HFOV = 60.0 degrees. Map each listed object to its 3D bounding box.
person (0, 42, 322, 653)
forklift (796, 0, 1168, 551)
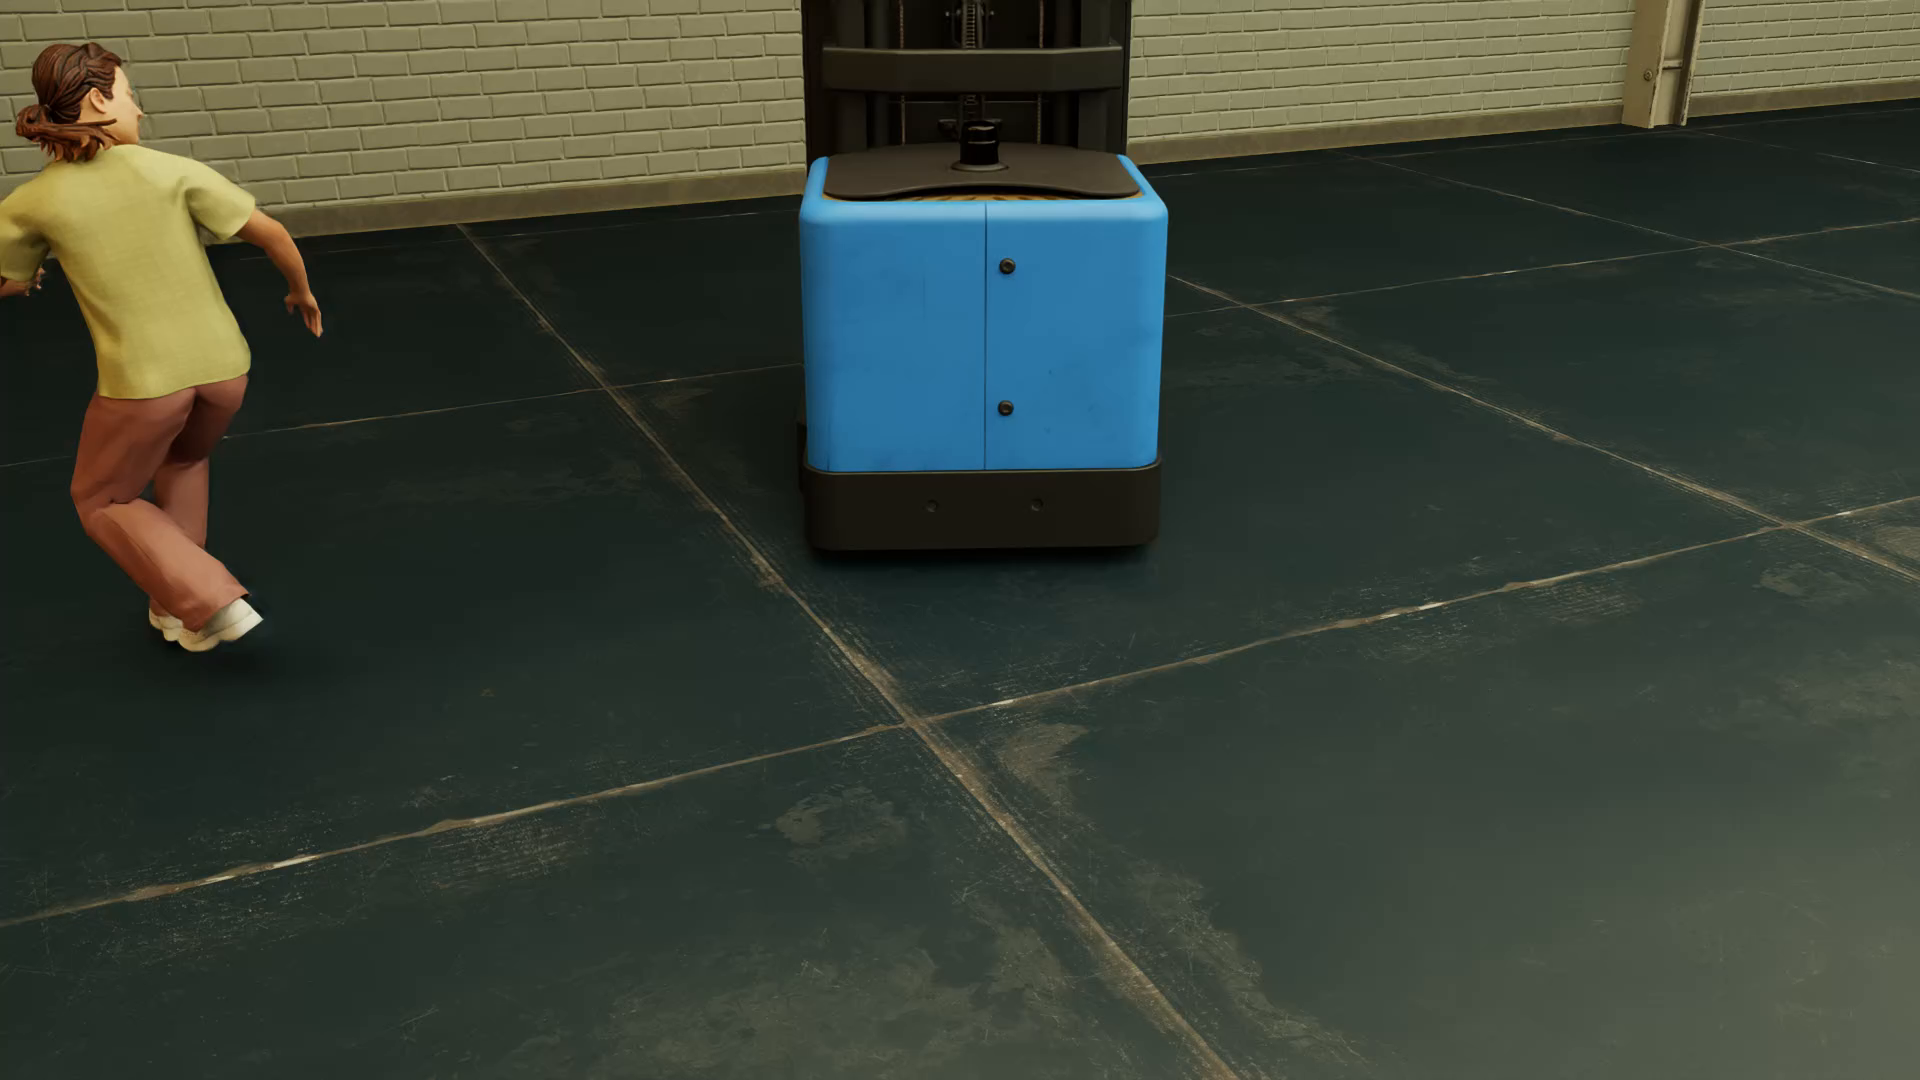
[{"bbox_3d":[-2.011,-0.461,4.213,0.787,1.545,0.774,-18,29,-37],"label":"person"},{"bbox_3d":[0.010,-1.842,5.719,1.130,2.935,3.031,-1,23,-2],"label":"forklift"}]
